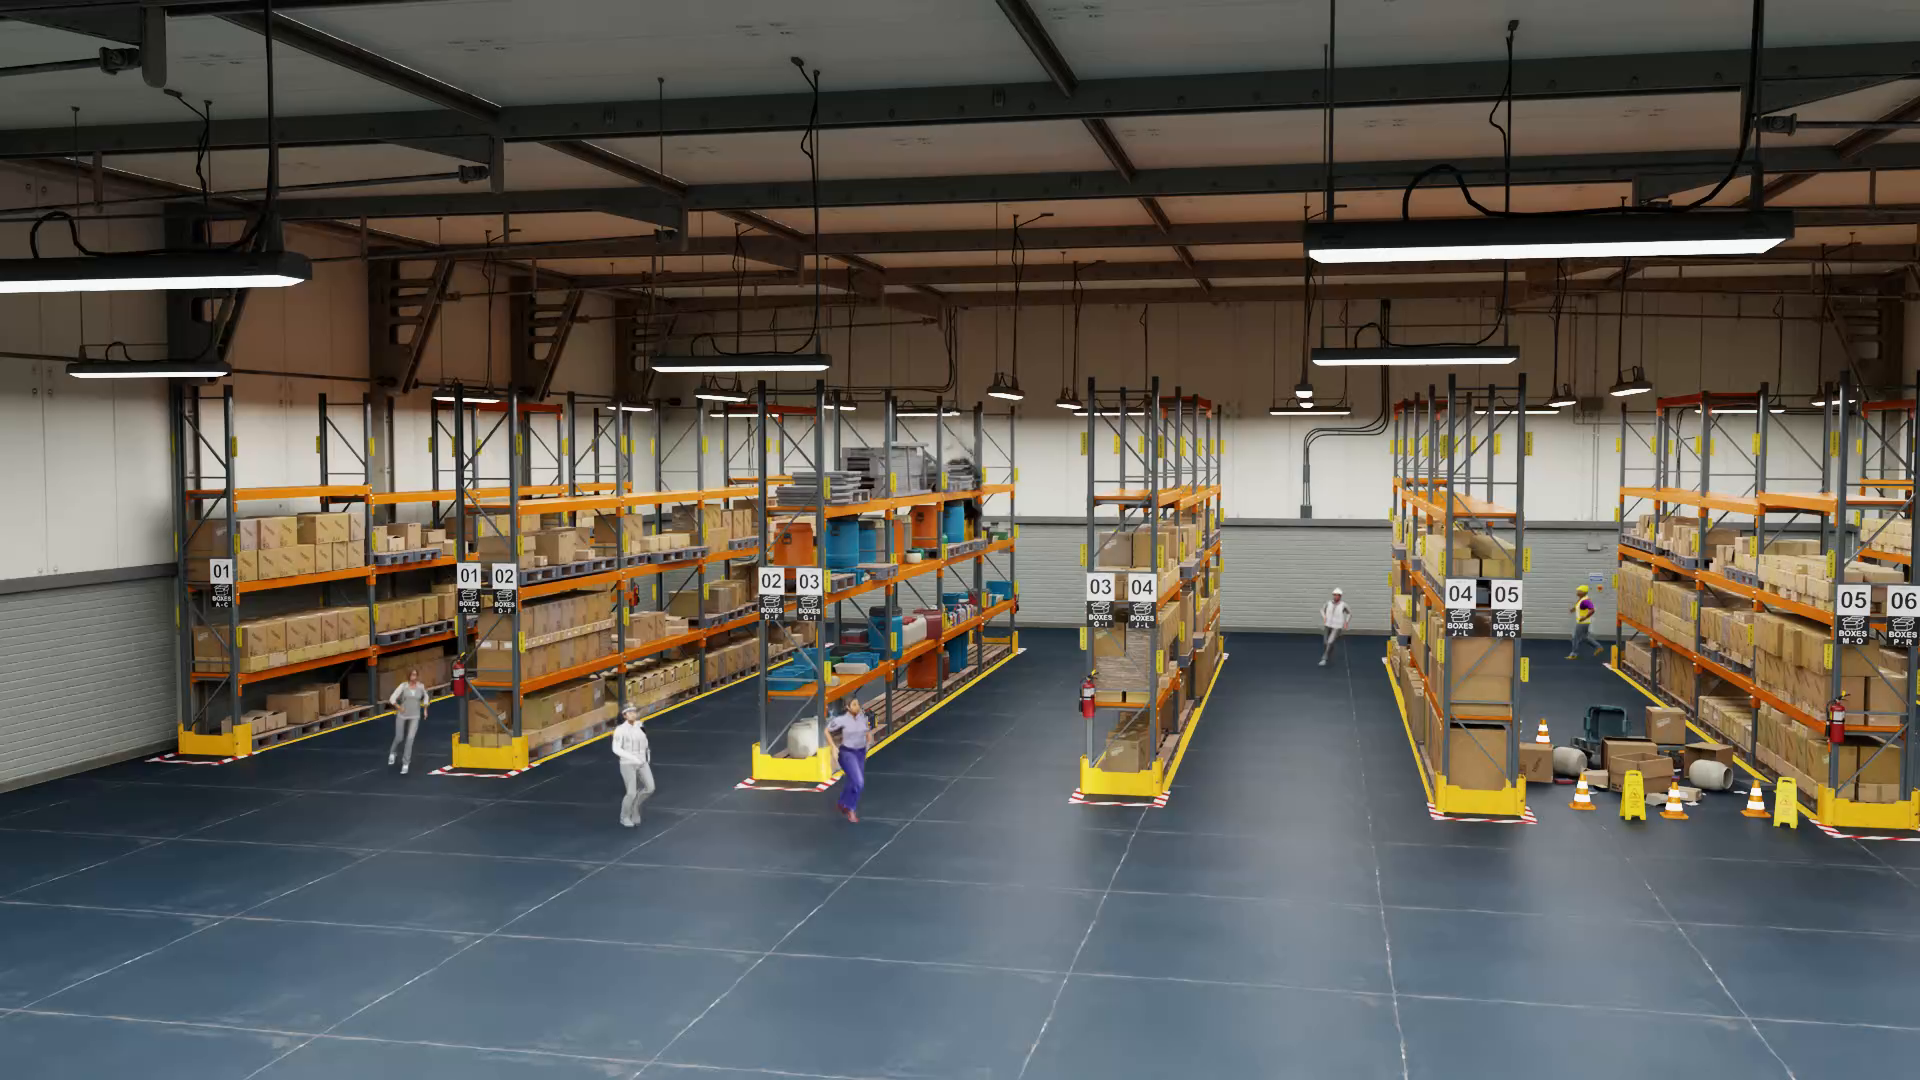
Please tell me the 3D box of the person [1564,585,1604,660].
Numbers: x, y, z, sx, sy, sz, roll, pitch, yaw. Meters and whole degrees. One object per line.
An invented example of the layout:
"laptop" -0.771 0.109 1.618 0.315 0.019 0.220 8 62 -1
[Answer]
"person" 14.655 1.945 38.997 0.888 1.775 0.707 1 3 19

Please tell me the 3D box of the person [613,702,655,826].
"person" -4.274 2.945 21.878 0.575 1.656 0.629 3 4 44

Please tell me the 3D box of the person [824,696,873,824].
"person" -1.441 2.950 22.268 0.720 1.686 0.577 3 4 39

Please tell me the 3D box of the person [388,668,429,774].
"person" -8.514 2.764 25.740 0.605 1.568 0.876 -1 4 -25

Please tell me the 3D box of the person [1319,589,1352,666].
"person" 8.575 1.987 38.150 0.726 1.746 0.953 2 4 29
